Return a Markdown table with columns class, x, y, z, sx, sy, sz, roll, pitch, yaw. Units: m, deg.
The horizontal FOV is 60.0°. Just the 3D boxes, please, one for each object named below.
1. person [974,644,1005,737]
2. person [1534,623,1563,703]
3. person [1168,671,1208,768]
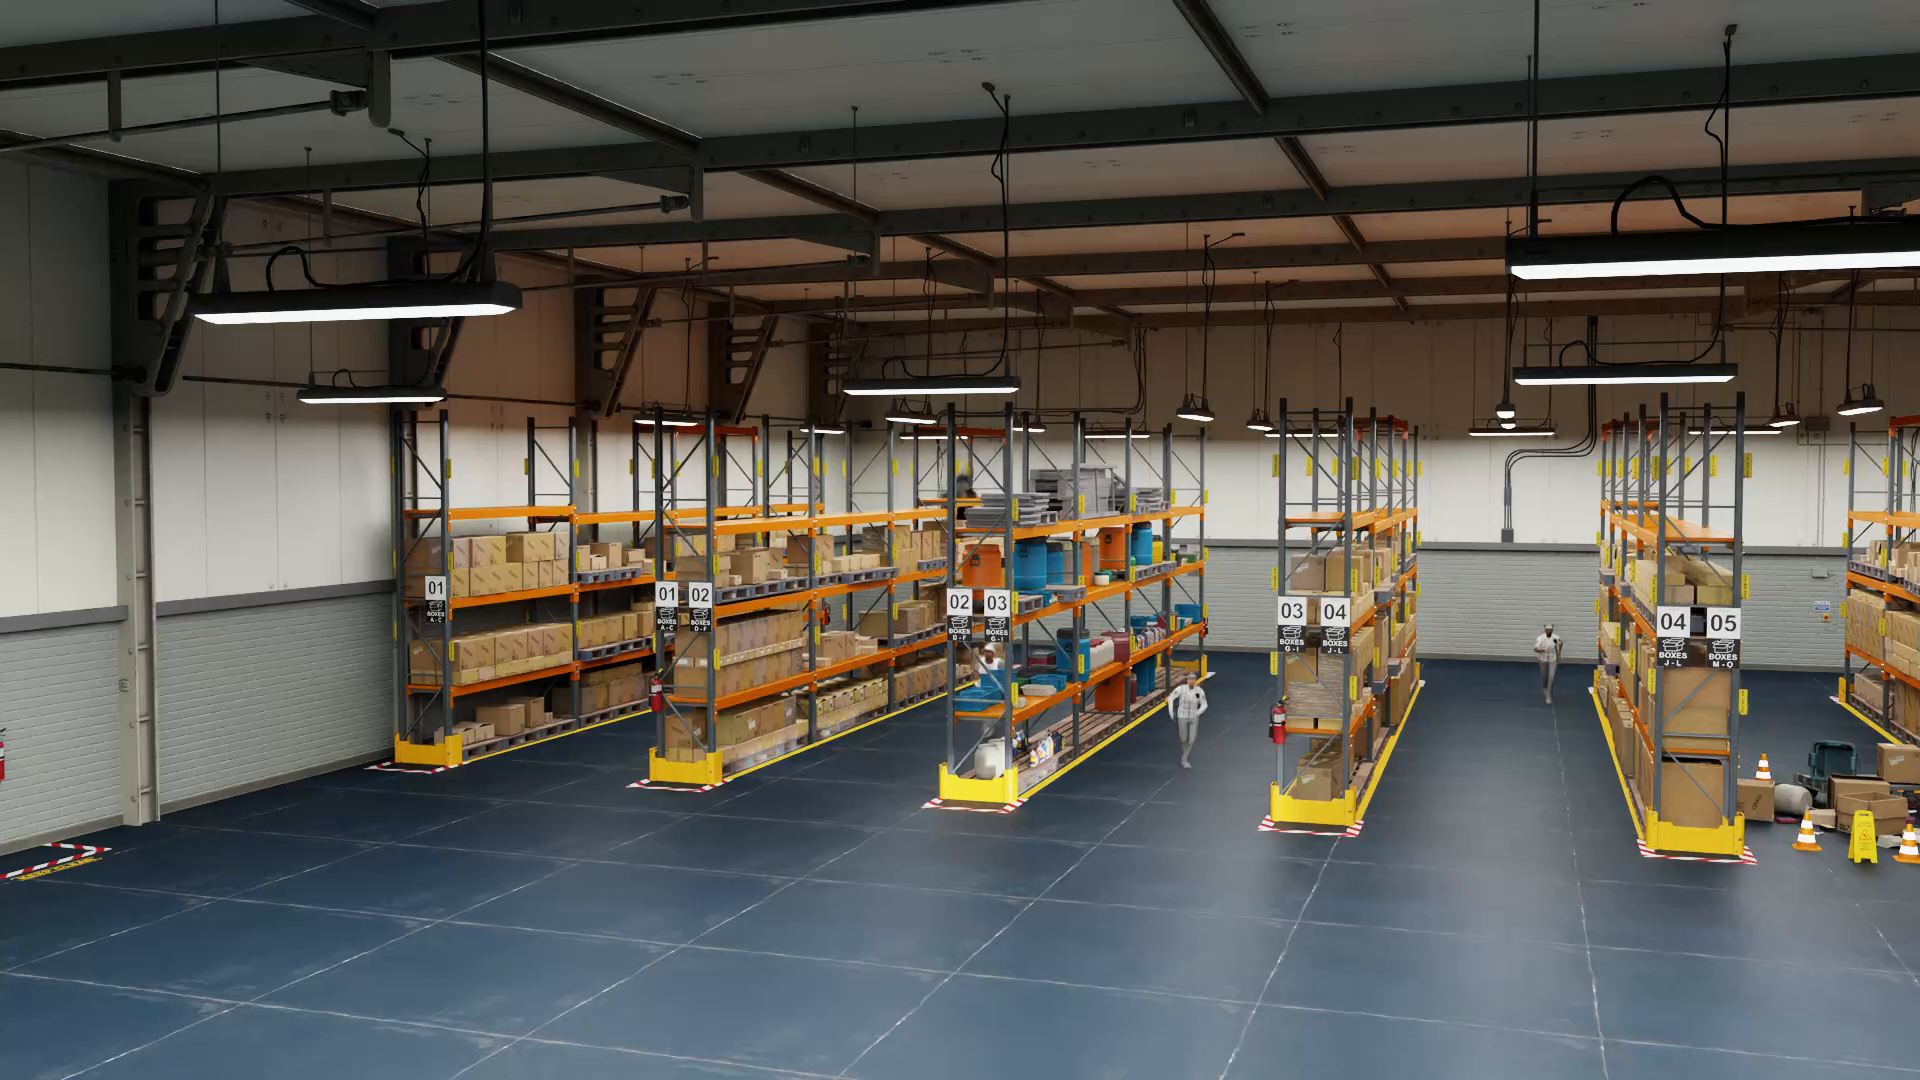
| class | x | y | z | sx | sy | sz | roll | pitch | yaw |
| --- | --- | --- | --- | --- | --- | --- | --- | --- | --- |
| person | 0.530 | 2.807 | 30.924 | 0.689 | 1.733 | 0.571 | 1 | 3 | 17 |
| person | 12.708 | 2.648 | 35.924 | 0.592 | 1.739 | 0.910 | 1 | 3 | 18 |
| person | 3.832 | 3.001 | 27.954 | 0.653 | 1.650 | 0.643 | 0 | 2 | 2 |
